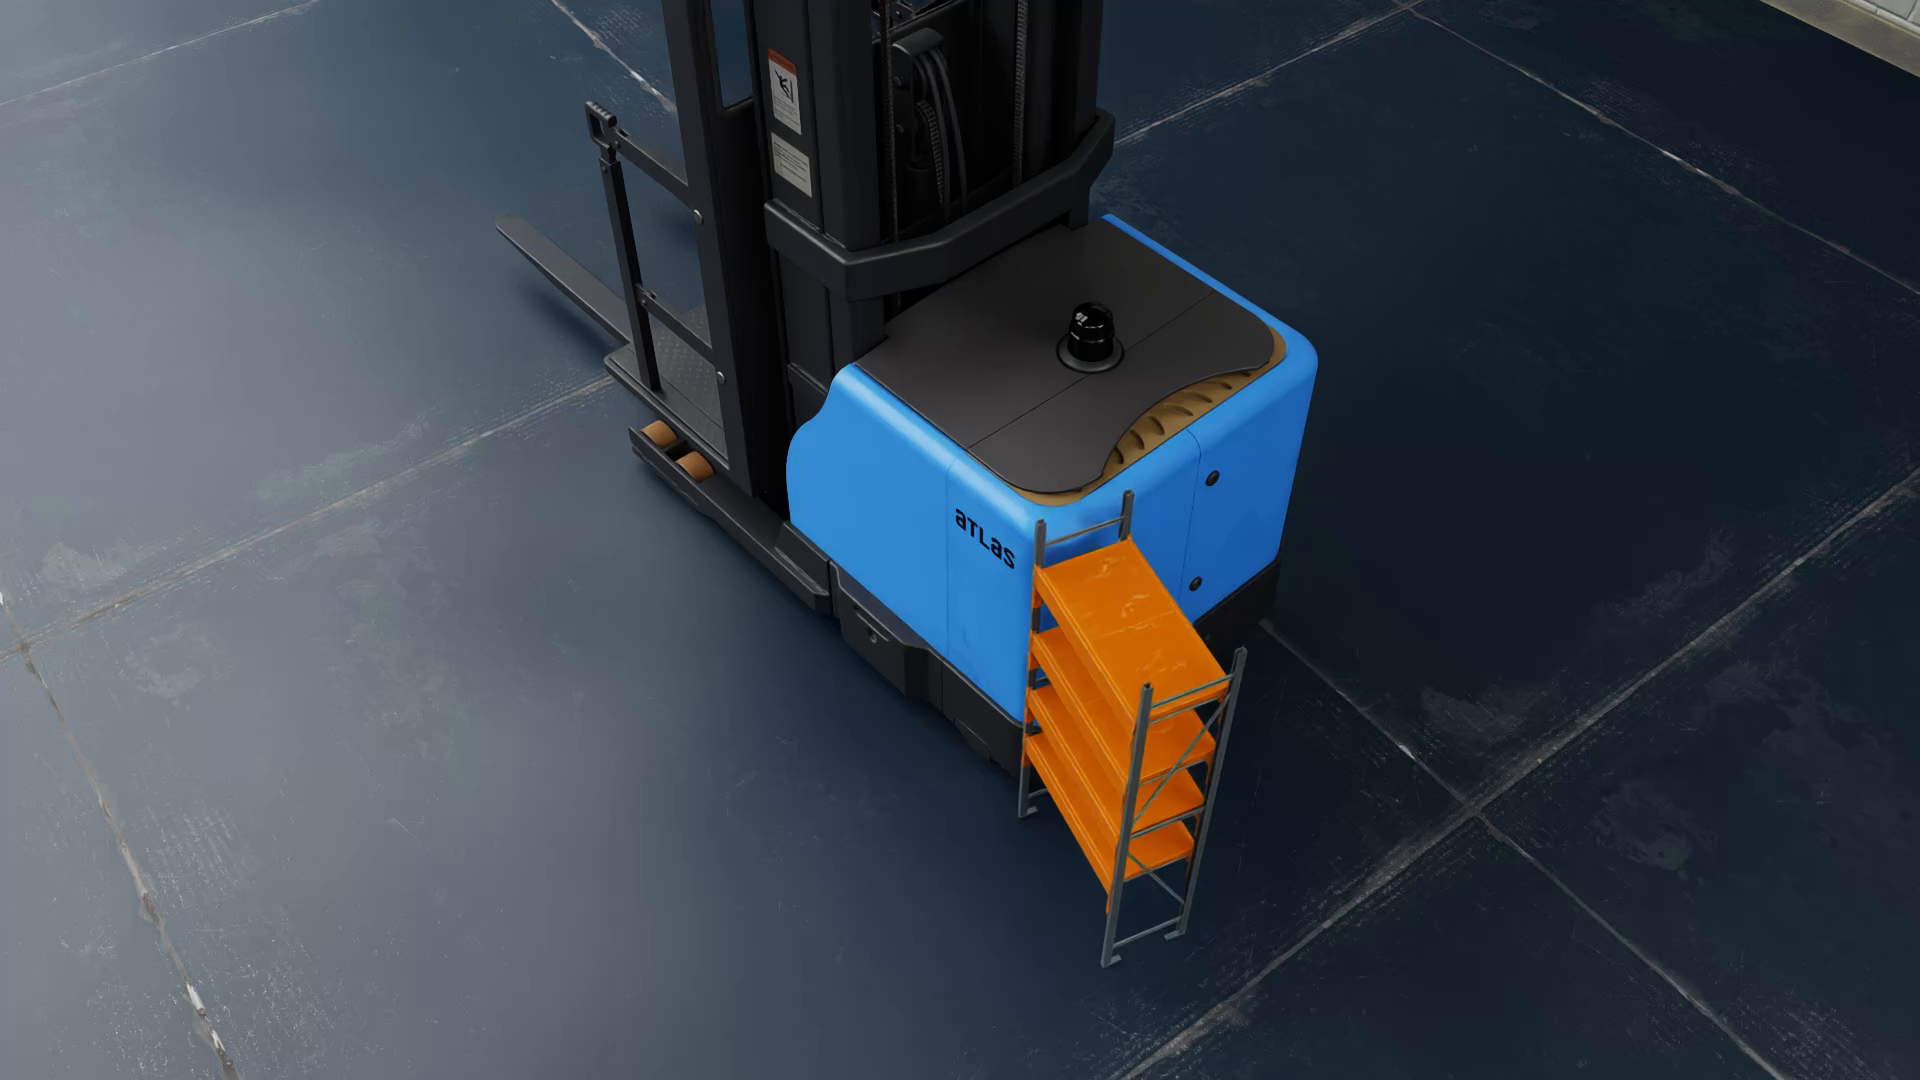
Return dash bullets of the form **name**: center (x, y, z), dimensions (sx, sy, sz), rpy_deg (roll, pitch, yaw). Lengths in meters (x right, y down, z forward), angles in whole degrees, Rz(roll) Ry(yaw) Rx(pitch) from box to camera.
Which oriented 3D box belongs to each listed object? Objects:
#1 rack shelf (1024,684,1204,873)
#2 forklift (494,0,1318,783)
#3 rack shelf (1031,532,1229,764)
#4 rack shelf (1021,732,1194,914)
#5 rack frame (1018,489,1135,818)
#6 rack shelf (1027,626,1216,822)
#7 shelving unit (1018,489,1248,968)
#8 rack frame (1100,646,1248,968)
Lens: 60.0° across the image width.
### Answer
- **rack shelf**: center (0.375, 0.535, 4.040), dimensions (0.258, 0.148, 0.480), rpy_deg (-19, 51, -16)
- **forklift**: center (-0.422, -1.330, 4.477), dimensions (1.130, 2.935, 3.031), rpy_deg (-34, 56, -27)
- **rack shelf**: center (0.378, 0.231, 3.695), dimensions (0.258, 0.148, 0.480), rpy_deg (-19, 51, -16)
- **rack shelf**: center (0.374, 0.666, 4.189), dimensions (0.258, 0.148, 0.480), rpy_deg (-19, 51, -16)
- **rack frame**: center (0.274, 0.323, 4.136), dimensions (0.240, 1.200, 0.015), rpy_deg (-19, 51, -16)
- **rack shelf**: center (0.376, 0.387, 3.873), dimensions (0.258, 0.148, 0.480), rpy_deg (-19, 51, -16)
- **shelving unit**: center (0.375, 0.491, 3.990), dimensions (0.258, 1.200, 0.503), rpy_deg (-19, 51, -16)
- **rack frame**: center (0.476, 0.658, 3.844), dimensions (0.240, 1.200, 0.015), rpy_deg (-19, 51, -16)
